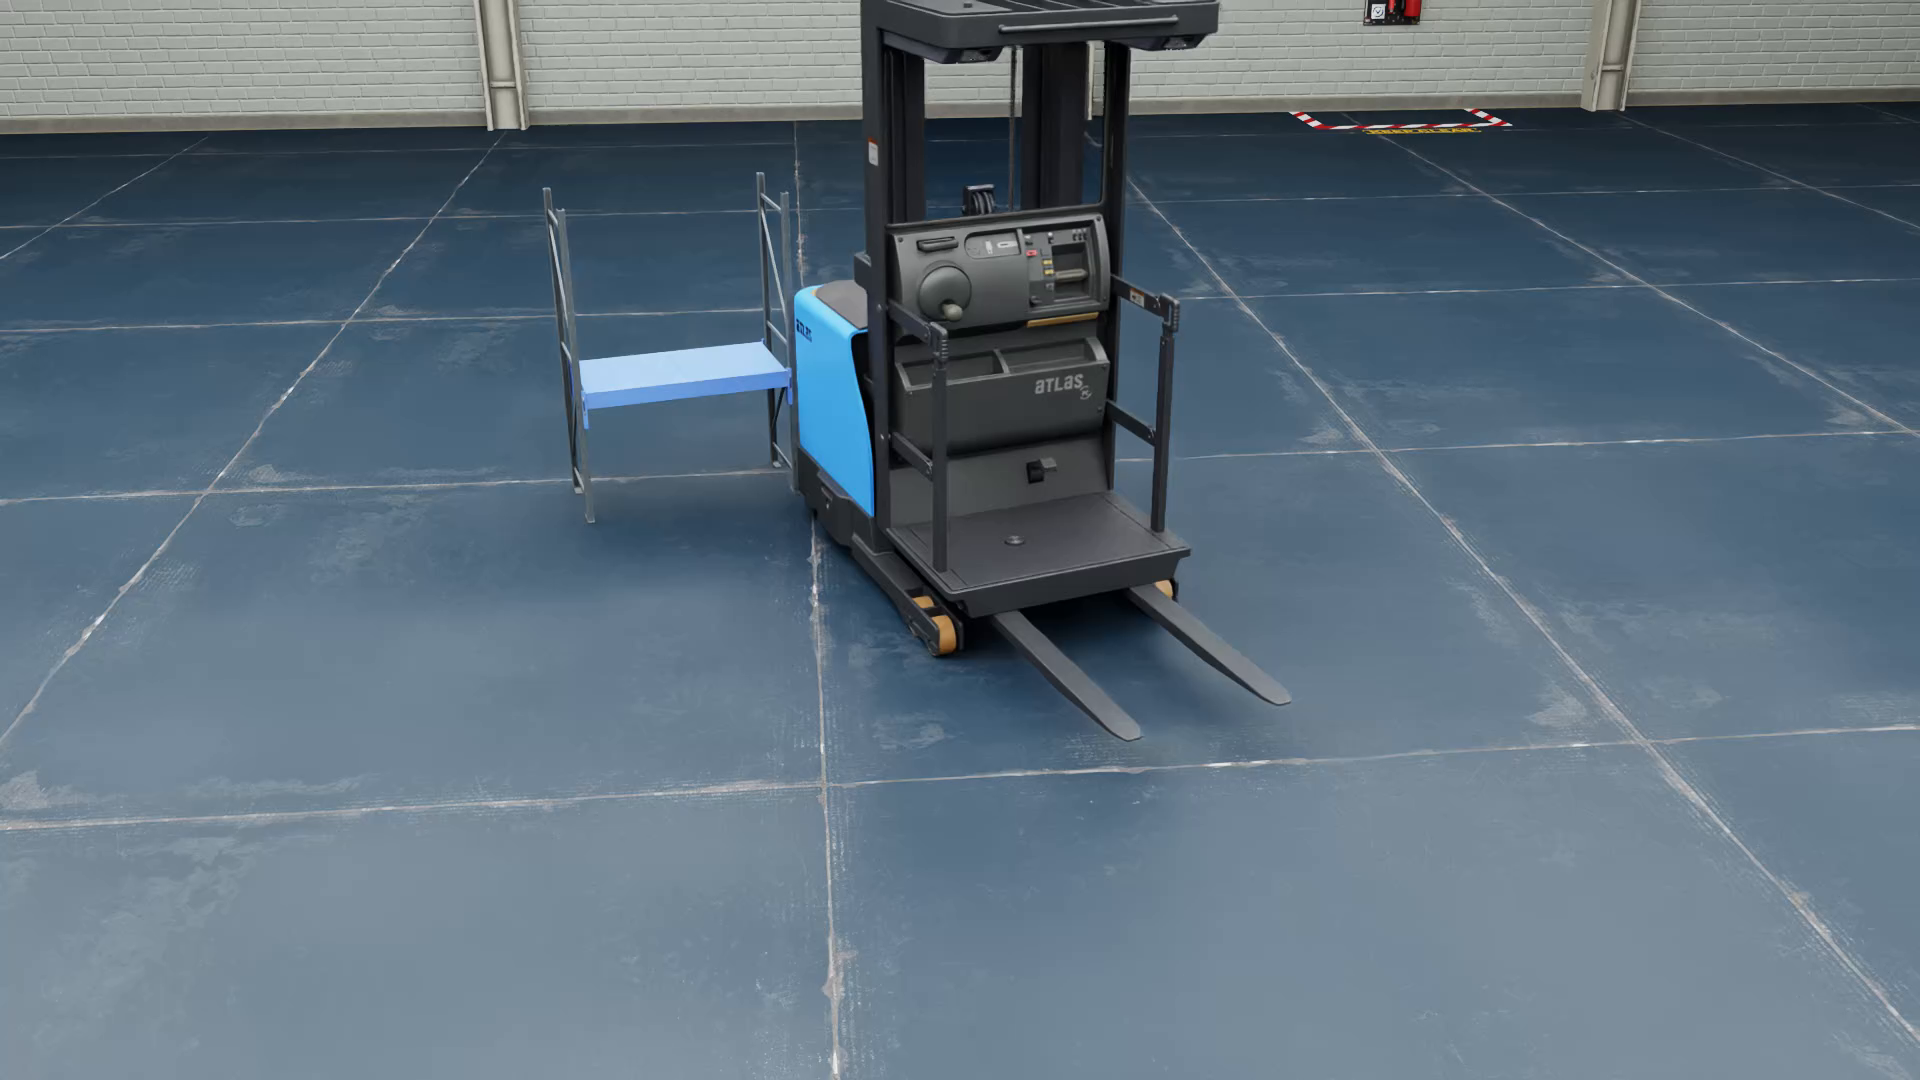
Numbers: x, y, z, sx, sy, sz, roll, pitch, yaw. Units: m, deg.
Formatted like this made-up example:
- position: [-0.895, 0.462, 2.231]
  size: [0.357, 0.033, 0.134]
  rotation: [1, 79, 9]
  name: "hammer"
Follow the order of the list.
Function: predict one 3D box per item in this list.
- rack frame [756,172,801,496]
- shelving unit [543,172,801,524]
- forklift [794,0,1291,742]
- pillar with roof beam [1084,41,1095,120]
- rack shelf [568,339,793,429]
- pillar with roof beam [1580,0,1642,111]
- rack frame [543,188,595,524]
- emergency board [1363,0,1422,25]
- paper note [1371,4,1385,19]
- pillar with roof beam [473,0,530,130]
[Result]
- position: [-0.888, -1.003, 8.160]
  size: [0.032, 1.500, 0.500]
  rotation: [-9, 25, -18]
  name: "rack frame"
- position: [-1.365, -0.931, 7.999]
  size: [1.048, 1.500, 0.538]
  rotation: [-9, 25, -18]
  name: "shelving unit"
- position: [0.266, -1.070, 6.549]
  size: [1.130, 2.935, 3.031]
  rotation: [-10, 26, -22]
  name: "forklift"
- position: [1.638, -6.963, 12.336]
  size: [0.400, 9.000, 9.100]
  rotation: [-2, 24, -5]
  name: "pillar with roof beam"
- position: [-1.365, -0.767, 8.072]
  size: [1.000, 0.185, 0.538]
  rotation: [-9, 25, -18]
  name: "rack shelf"
- position: [7.609, -7.203, 12.875]
  size: [0.400, 9.000, 9.100]
  rotation: [-2, 24, -5]
  name: "pillar with roof beam"
- position: [-1.842, -0.860, 7.838]
  size: [0.032, 1.500, 0.500]
  rotation: [-9, 25, -18]
  name: "rack frame"
- position: [4.723, -6.118, 17.821]
  size: [0.643, 1.169, 0.194]
  rotation: [-2, 24, -5]
  name: "emergency board"
- position: [4.540, -5.736, 18.047]
  size: [0.142, 0.148, 0.016]
  rotation: [-2, 24, -5]
  name: "paper note"
- position: [-4.333, -6.723, 11.797]
  size: [0.400, 9.000, 9.100]
  rotation: [-2, 24, -5]
  name: "pillar with roof beam"
